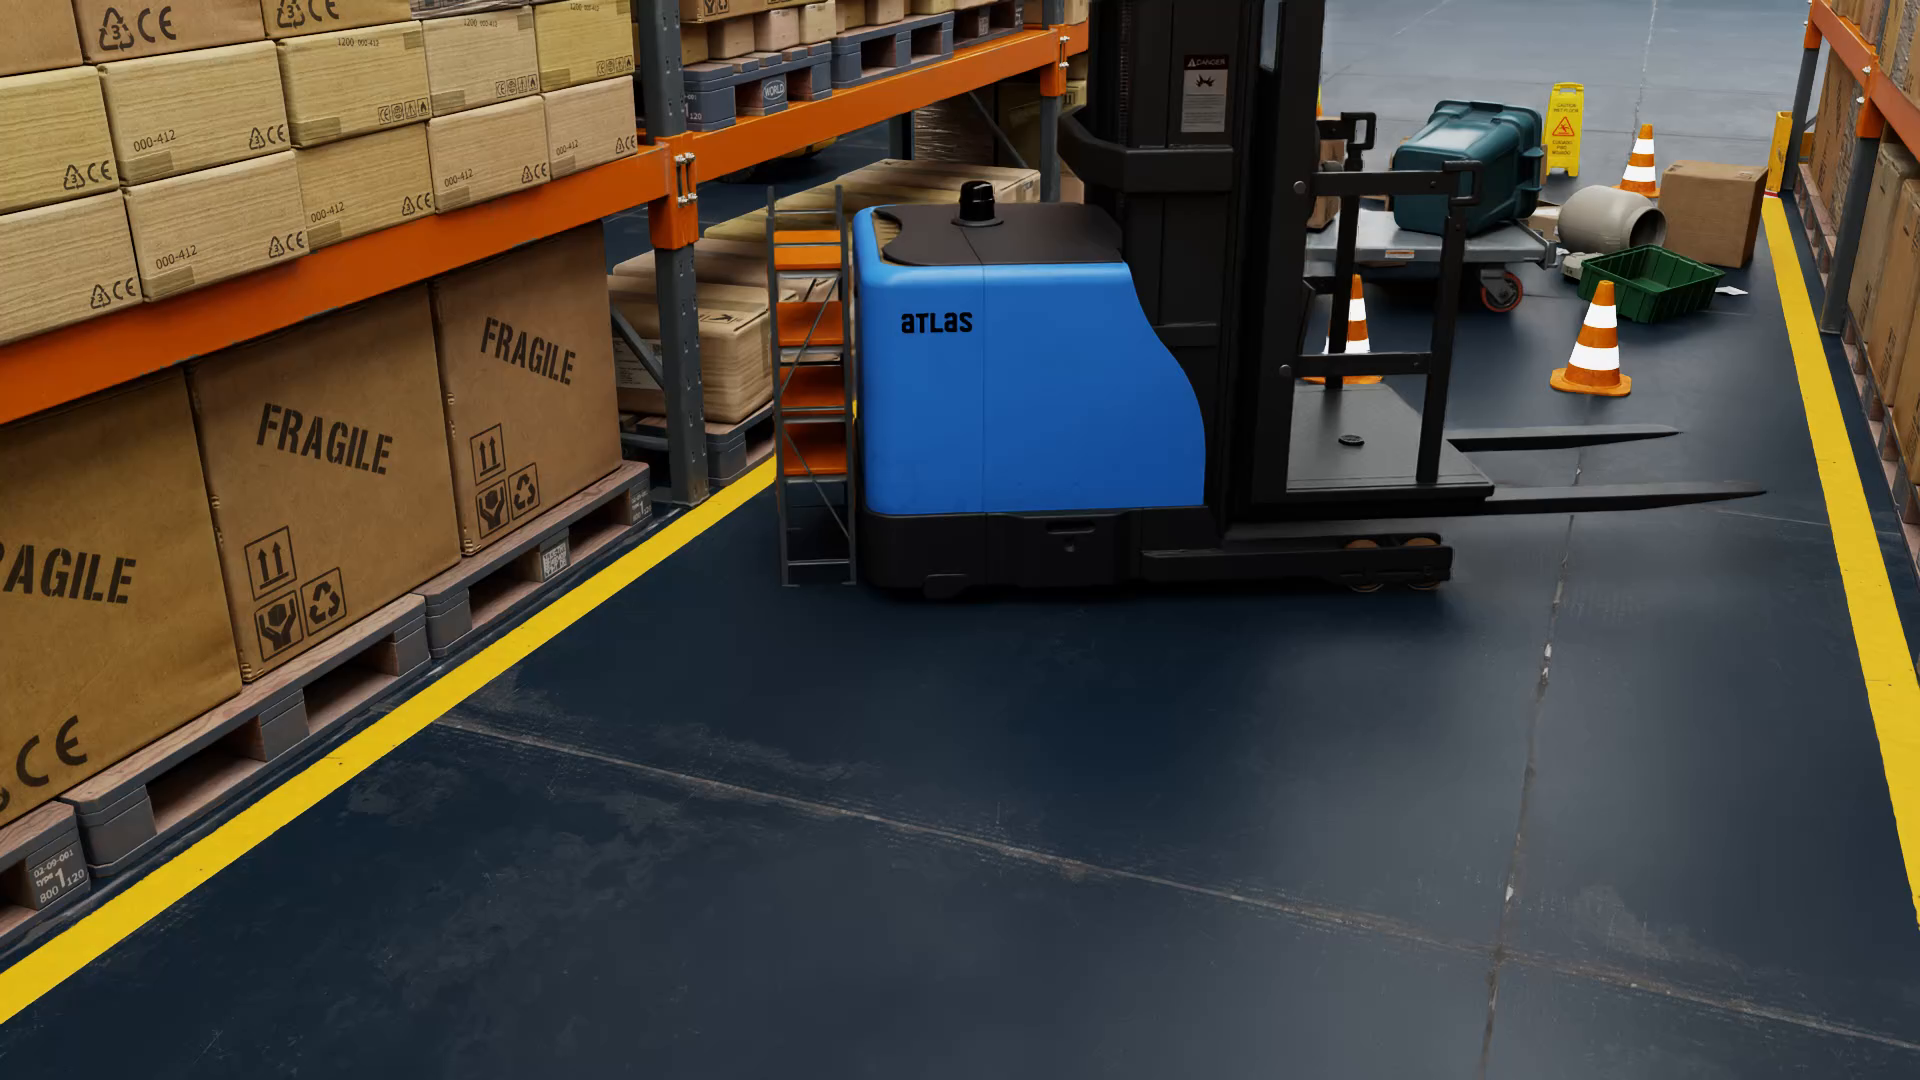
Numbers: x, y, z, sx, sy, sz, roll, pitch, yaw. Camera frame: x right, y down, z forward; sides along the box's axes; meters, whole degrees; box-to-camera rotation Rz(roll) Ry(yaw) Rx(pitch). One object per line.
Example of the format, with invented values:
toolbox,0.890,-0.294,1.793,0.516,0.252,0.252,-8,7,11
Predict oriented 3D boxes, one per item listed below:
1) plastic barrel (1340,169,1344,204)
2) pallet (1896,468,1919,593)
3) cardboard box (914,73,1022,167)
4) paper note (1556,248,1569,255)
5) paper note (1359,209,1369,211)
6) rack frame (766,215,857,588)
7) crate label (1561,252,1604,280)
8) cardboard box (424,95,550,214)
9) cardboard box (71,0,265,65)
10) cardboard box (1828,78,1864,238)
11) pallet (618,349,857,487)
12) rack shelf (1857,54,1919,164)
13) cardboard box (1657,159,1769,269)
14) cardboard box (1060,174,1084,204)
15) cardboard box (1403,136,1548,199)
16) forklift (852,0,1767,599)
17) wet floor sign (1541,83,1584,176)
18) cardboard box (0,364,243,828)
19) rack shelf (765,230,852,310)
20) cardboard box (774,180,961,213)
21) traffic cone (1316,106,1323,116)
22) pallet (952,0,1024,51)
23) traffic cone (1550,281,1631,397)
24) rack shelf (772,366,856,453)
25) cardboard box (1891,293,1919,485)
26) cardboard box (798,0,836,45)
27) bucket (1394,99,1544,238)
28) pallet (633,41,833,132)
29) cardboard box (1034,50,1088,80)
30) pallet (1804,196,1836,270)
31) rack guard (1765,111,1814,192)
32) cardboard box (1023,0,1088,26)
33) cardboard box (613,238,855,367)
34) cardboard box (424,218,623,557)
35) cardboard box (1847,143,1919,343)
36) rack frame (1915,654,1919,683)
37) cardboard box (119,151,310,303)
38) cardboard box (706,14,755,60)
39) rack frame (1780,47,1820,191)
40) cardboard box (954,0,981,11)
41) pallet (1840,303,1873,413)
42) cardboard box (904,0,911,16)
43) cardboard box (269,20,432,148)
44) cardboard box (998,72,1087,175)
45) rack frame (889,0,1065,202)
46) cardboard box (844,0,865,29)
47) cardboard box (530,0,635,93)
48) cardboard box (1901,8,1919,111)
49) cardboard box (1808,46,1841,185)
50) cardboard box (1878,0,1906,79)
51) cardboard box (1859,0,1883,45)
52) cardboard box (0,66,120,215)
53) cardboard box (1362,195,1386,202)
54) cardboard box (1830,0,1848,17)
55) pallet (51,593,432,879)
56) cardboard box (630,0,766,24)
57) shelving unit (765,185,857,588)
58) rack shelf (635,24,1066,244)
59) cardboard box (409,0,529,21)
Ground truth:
plastic barrel,2.204,-2.305,10.719,0.421,0.421,0.512,-12,25,-26
pallet,3.591,0.101,5.234,1.003,0.211,1.213,9,24,20
cardboard box,0.051,-2.539,9.987,0.500,0.500,0.500,8,24,19
paper note,3.519,-1.720,9.838,0.172,0.023,0.155,19,29,38
paper note,2.608,-2.169,10.917,0.148,0.019,0.142,19,29,38
rack frame,-0.455,-0.405,5.164,0.240,1.200,0.015,-2,23,-5
crate label,3.474,-1.493,9.148,0.298,0.136,0.250,-7,24,-17
cardboard box,-1.528,-1.114,4.721,0.500,0.250,0.500,9,24,21
cardboard box,-1.923,-1.330,3.616,0.500,0.500,0.500,8,24,19
cardboard box,5.343,-2.097,9.091,0.875,0.875,0.875,9,24,20
pallet,-1.114,-0.580,6.864,1.003,0.211,1.213,9,24,20
rack shelf,3.971,-1.298,5.899,1.077,0.370,4.000,9,24,20
cardboard box,4.337,-1.896,9.637,0.500,0.500,0.500,13,26,29
cardboard box,0.550,-2.116,9.946,0.500,0.250,0.500,8,24,18
cardboard box,3.264,-2.307,10.620,0.797,0.503,0.637,-7,24,-17
forklift,1.166,-1.385,5.263,3.031,2.935,1.130,-2,23,-5
wet floor sign,4.372,-2.985,12.058,0.267,0.644,0.232,5,23,11
cardboard box,-2.407,0.074,3.894,0.875,0.875,0.875,10,24,22
rack shelf,-0.480,-0.862,5.237,0.258,0.148,0.480,-2,23,-5
cardboard box,-0.376,-1.554,8.442,0.950,0.372,0.625,10,25,23
traffic cone,2.604,-2.941,12.189,0.336,0.463,0.334,9,24,20
pallet,-0.339,-2.677,8.516,1.003,0.211,1.213,9,24,20
traffic cone,2.813,-0.911,7.332,0.336,0.463,0.334,9,24,20
rack shelf,-0.480,-0.437,5.414,0.258,0.148,0.480,-2,23,-5
cardboard box,3.859,-0.588,5.641,1.050,0.750,0.750,9,24,21
cardboard box,-0.710,-2.038,6.517,0.380,0.149,0.250,9,24,20
bucket,2.623,-1.915,8.719,0.726,0.611,0.620,19,39,38
pallet,-1.240,-1.769,6.341,1.213,0.211,1.003,9,24,20
cardboard box,0.652,-2.797,9.763,0.380,0.149,0.250,9,24,21
pallet,5.520,-1.758,9.685,1.003,0.211,1.213,9,24,20
rack guard,6.208,-2.632,11.403,1.175,0.500,0.348,9,24,20
cardboard box,0.495,-2.969,9.292,0.380,0.149,0.250,9,24,20
cardboard box,-0.920,-1.034,7.198,0.950,0.372,0.625,8,24,19
cardboard box,-1.739,-0.565,5.422,0.875,0.875,0.875,9,24,20
cardboard box,4.566,-1.266,7.264,1.050,0.750,0.750,9,24,20
rack frame,3.228,-0.914,4.047,1.000,3.000,0.127,9,24,20
cardboard box,-1.893,-0.750,3.848,0.500,0.250,0.500,8,24,19
cardboard box,-0.976,-1.851,6.070,0.380,0.149,0.250,7,24,17
rack frame,6.199,-3.777,10.901,1.000,3.000,0.127,9,24,20
cardboard box,-0.123,-2.592,7.844,0.380,0.149,0.250,9,24,20
pallet,4.497,-0.772,7.325,1.003,0.211,1.213,9,24,20
cardboard box,-0.440,-2.430,7.456,0.380,0.149,0.250,8,24,18
cardboard box,-1.708,-1.168,4.202,0.500,0.250,0.500,8,24,19
cardboard box,0.550,-2.462,9.801,0.500,0.500,0.500,10,25,23
rack frame,0.080,-3.018,9.084,1.000,3.000,0.127,9,24,20
cardboard box,-0.625,-2.242,7.006,0.380,0.149,0.250,10,25,22
cardboard box,-1.350,-1.539,5.088,0.500,0.250,0.500,9,24,20
cardboard box,3.893,-1.883,6.236,0.500,0.500,0.500,9,24,20
cardboard box,6.009,-2.738,10.626,0.875,0.875,0.875,9,24,20
cardboard box,4.268,-2.242,7.096,0.500,0.500,0.500,9,24,21
cardboard box,5.023,-2.749,8.244,0.875,0.550,0.550,9,24,20
cardboard box,-2.087,-0.801,3.323,0.500,0.250,0.500,9,24,21
cardboard box,2.955,-2.376,11.246,0.250,0.149,0.380,-17,28,-35
cardboard box,5.595,-3.325,9.623,0.875,0.550,0.550,9,24,20
pallet,-2.223,0.406,4.503,1.003,0.211,1.213,9,24,20
cardboard box,-1.024,-2.092,5.806,0.500,0.500,0.500,8,24,19
shelving unit,-0.480,-0.499,5.388,0.258,1.200,0.503,-2,23,-5
rack shelf,-0.663,-1.971,7.509,1.077,0.370,4.000,9,24,20
cardboard box,-1.538,-1.687,4.470,0.500,0.500,0.500,9,24,21
